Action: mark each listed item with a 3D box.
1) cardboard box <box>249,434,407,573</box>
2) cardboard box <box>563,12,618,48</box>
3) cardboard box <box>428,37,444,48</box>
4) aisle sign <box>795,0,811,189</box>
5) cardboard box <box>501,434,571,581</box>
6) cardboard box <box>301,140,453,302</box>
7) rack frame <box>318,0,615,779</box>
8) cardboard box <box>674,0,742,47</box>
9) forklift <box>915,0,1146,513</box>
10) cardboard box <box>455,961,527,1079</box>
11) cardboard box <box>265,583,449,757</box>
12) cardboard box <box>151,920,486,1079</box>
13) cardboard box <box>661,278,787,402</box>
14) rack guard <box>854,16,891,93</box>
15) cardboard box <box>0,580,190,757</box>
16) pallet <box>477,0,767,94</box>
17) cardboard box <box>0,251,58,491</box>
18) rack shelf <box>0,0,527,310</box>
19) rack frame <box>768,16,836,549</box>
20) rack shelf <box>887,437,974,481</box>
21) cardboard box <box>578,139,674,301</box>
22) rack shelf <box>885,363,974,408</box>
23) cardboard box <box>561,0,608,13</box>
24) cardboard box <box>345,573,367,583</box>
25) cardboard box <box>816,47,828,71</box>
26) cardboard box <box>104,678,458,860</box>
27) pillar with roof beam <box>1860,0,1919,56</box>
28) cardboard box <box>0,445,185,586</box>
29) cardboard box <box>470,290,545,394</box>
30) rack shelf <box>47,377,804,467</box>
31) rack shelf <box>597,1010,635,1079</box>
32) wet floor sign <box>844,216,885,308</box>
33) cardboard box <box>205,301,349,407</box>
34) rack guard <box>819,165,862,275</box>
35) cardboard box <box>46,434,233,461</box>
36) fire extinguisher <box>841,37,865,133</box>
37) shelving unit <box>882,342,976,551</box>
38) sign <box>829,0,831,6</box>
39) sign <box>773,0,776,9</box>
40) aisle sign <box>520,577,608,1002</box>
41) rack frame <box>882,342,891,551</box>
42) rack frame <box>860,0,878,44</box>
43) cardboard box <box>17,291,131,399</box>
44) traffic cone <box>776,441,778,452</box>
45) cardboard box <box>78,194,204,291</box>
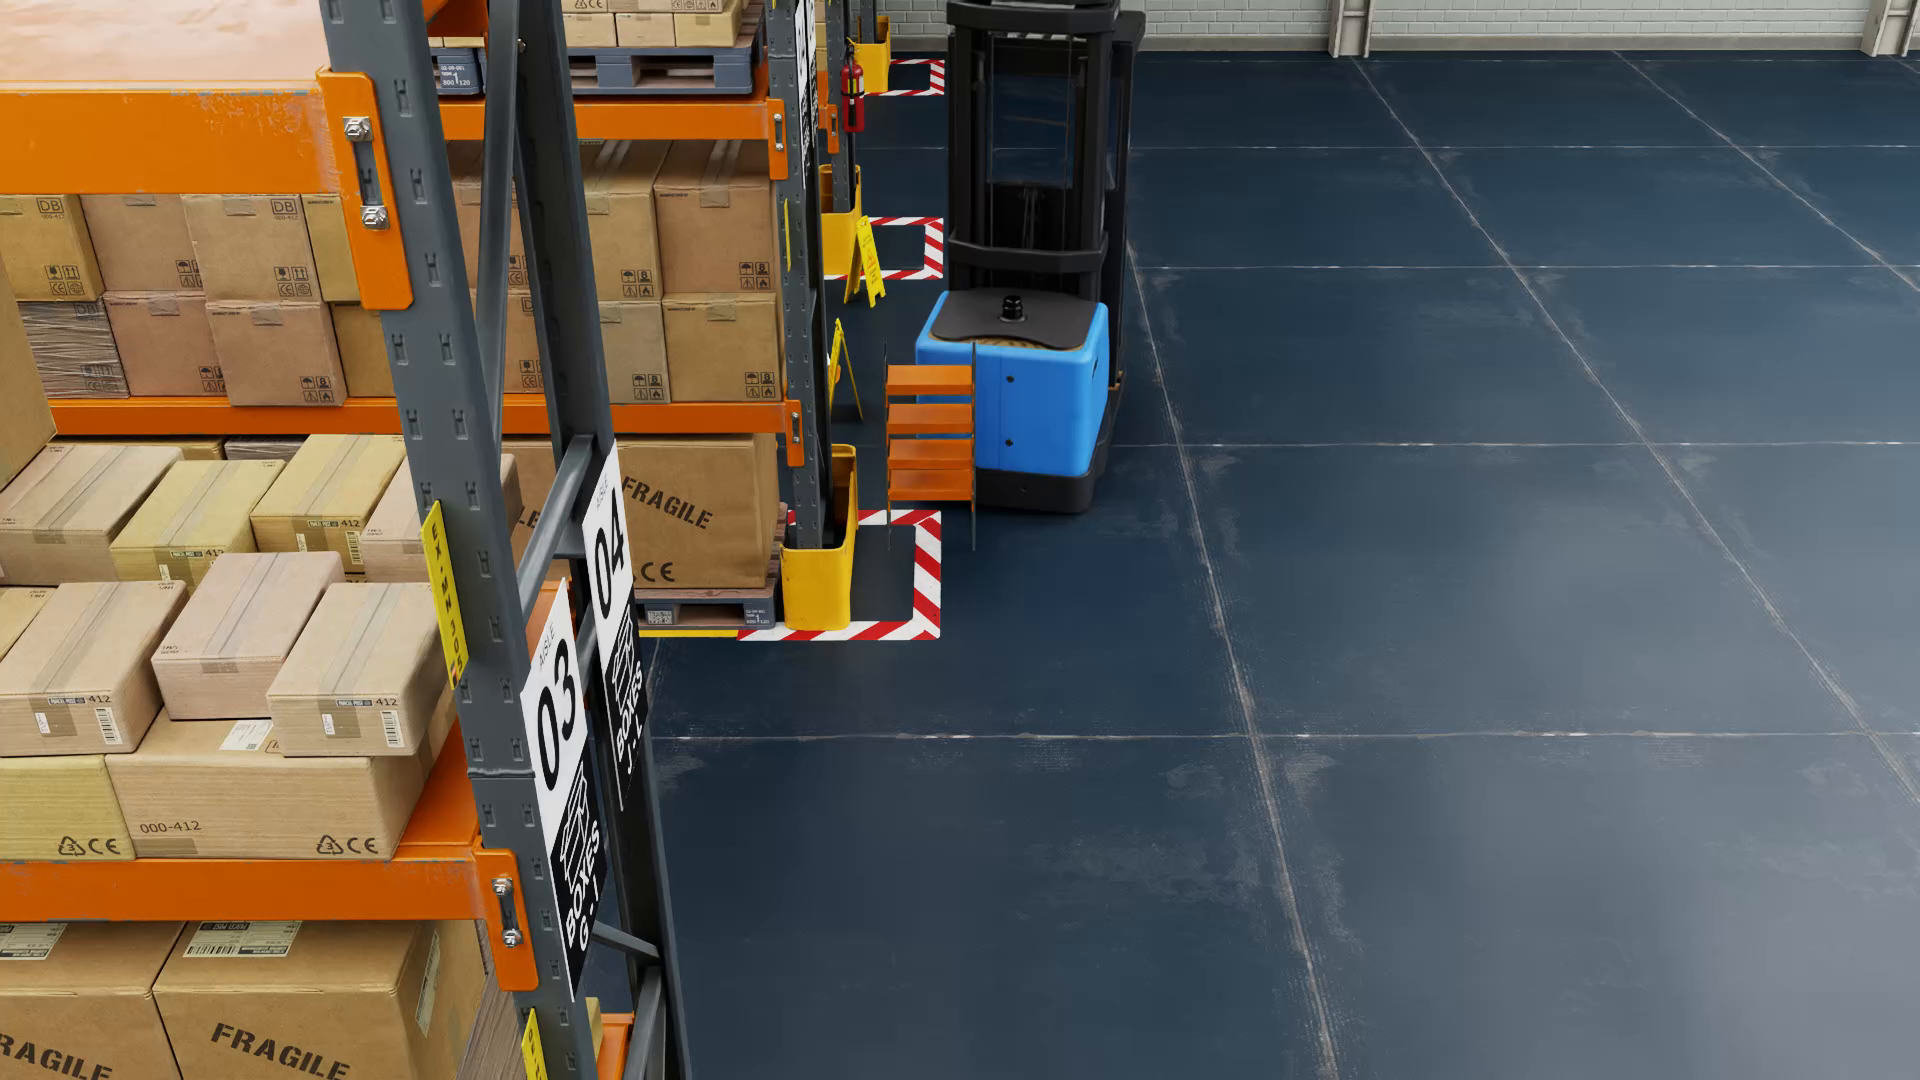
[{"bbox_3d":[-1.399,-0.087,3.759,0.250,0.149,0.380,0,31,1],"label":"cardboard box"},{"bbox_3d":[-1.631,-2.322,7.423,0.250,0.149,0.380,0,31,0],"label":"cardboard box"},{"bbox_3d":[-2.392,-2.320,7.420,0.250,0.149,0.380,0,31,0],"label":"cardboard box"},{"bbox_3d":[-0.719,-2.059,7.635,0.004,0.787,0.394,0,31,0],"label":"aisle sign"},{"bbox_3d":[-2.349,-0.334,8.941,0.875,0.875,0.875,-1,31,-1],"label":"cardboard box"},{"bbox_3d":[-2.802,-1.598,8.195,0.500,0.550,0.875,0,31,0],"label":"cardboard box"},{"bbox_3d":[-0.863,-1.095,2.768,0.127,3.000,1.000,0,31,0],"label":"rack frame"},{"bbox_3d":[-1.122,-2.323,7.426,0.250,0.149,0.380,0,31,0],"label":"cardboard box"},{"bbox_3d":[0.517,-2.162,10.377,1.130,2.935,3.031,6,32,9],"label":"forklift"},{"bbox_3d":[-1.413,1.288,4.242,0.500,0.500,0.875,0,31,0],"label":"cardboard box"},{"bbox_3d":[-1.138,0.244,3.213,0.250,0.149,0.380,0,31,0],"label":"cardboard box"},{"bbox_3d":[-1.411,1.003,3.748,0.500,0.500,0.500,0,31,0],"label":"cardboard box"},{"bbox_3d":[-1.162,-1.142,8.486,0.550,0.550,0.875,0,31,0],"label":"cardboard box"},{"bbox_3d":[-0.932,-5.176,17.689,0.348,0.500,1.175,0,31,0],"label":"rack guard"},{"bbox_3d":[-1.672,0.242,3.217,0.250,0.149,0.380,-1,31,-2],"label":"cardboard box"},{"bbox_3d":[-1.533,-2.340,7.797,1.213,0.211,1.003,0,31,0],"label":"pallet"},{"bbox_3d":[-2.349,-0.331,3.537,0.500,0.500,0.500,0,31,0],"label":"cardboard box"},{"bbox_3d":[-2.863,-0.779,2.945,4.000,0.370,1.077,0,31,0],"label":"rack shelf"},{"bbox_3d":[-0.791,-1.103,8.565,0.127,3.000,1.000,0,31,0],"label":"rack frame"},{"bbox_3d":[-0.166,-0.455,9.362,0.480,0.148,0.258,0,31,0],"label":"rack shelf"},{"bbox_3d":[-1.712,-1.598,8.196,0.550,0.550,0.875,0,31,0],"label":"cardboard box"},{"bbox_3d":[-0.166,-0.848,9.123,0.480,0.148,0.258,0,31,0],"label":"rack shelf"},{"bbox_3d":[-1.779,-2.523,7.371,0.500,0.250,0.500,0,31,0],"label":"cardboard box"},{"bbox_3d":[-1.346,0.119,3.804,0.500,0.250,0.500,1,31,1],"label":"cardboard box"},{"bbox_3d":[-1.424,-5.084,17.372,0.500,0.250,0.500,0,31,0],"label":"cardboard box"},{"bbox_3d":[-1.343,0.385,3.365,0.500,0.250,0.500,1,31,1],"label":"cardboard box"},{"bbox_3d":[10.368,-7.080,12.632,0.400,9.000,9.100,0,31,0],"label":"pillar with roof beam"},{"bbox_3d":[-1.924,-0.058,3.712,0.250,0.149,0.380,1,31,2],"label":"cardboard box"},{"bbox_3d":[-2.273,-1.193,8.569,0.550,0.550,0.875,0,31,0],"label":"cardboard box"},{"bbox_3d":[-2.791,-0.789,8.742,4.000,0.370,1.077,0,31,0],"label":"rack shelf"},{"bbox_3d":[-2.863,1.784,4.501,4.000,0.370,1.077,0,31,0],"label":"rack shelf"},{"bbox_3d":[-0.726,-2.109,12.494,0.232,0.644,0.267,10,33,17],"label":"wet floor sign"},{"bbox_3d":[-3.332,-1.116,8.442,0.550,0.550,0.875,0,31,0],"label":"cardboard box"},{"bbox_3d":[-0.998,-2.601,13.445,0.348,0.500,1.175,0,31,0],"label":"rack guard"},{"bbox_3d":[-4.162,-0.327,8.930,0.875,0.875,0.875,0,31,0],"label":"cardboard box"},{"bbox_3d":[-0.805,-3.398,12.423,0.183,0.674,0.296,0,31,0],"label":"fire extinguisher"},{"bbox_3d":[-0.166,-0.512,9.327,0.503,1.200,0.258,0,31,0],"label":"shelving unit"},{"bbox_3d":[-0.939,-4.012,11.940,0.005,0.325,0.100,0,31,0],"label":"sign"},{"bbox_3d":[-0.802,-2.449,7.114,0.005,0.325,0.100,0,31,0],"label":"sign"},{"bbox_3d":[-0.799,0.514,3.394,0.004,0.787,0.394,0,31,0],"label":"aisle sign"},{"bbox_3d":[-0.410,-0.512,9.326,0.015,1.200,0.240,0,31,0],"label":"rack frame"},{"bbox_3d":[-0.956,-6.245,17.040,0.127,3.000,1.000,0,31,0],"label":"rack frame"},{"bbox_3d":[-4.423,-1.162,8.518,0.550,0.550,0.875,0,31,0],"label":"cardboard box"},{"bbox_3d":[-1.331,-0.753,10.435,0.334,0.463,0.336,0,31,0],"label":"traffic cone"},{"bbox_3d":[-3.873,-1.662,8.300,0.550,0.550,0.875,0,31,0],"label":"cardboard box"}]
